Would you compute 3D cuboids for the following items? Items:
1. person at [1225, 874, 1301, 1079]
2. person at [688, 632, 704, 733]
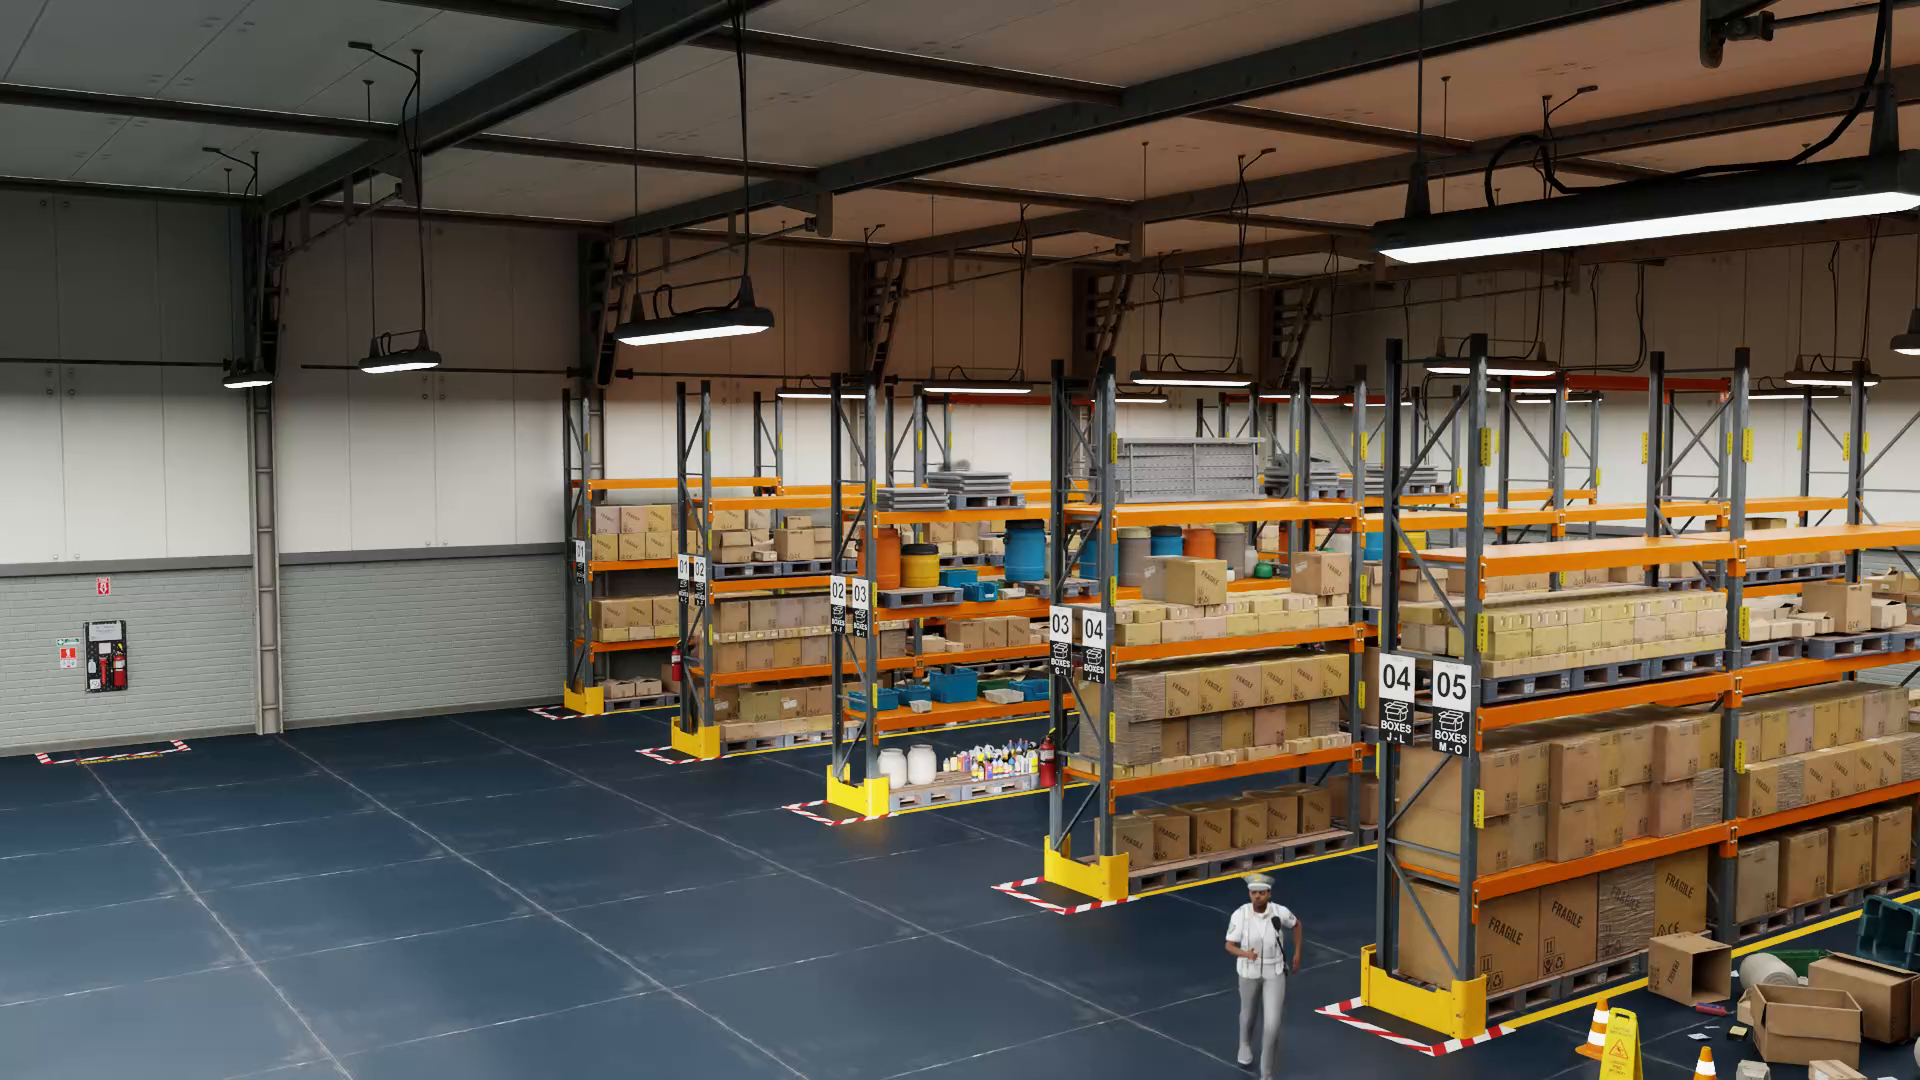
[{"bbox_3d":[2.406,3.475,13.208,0.588,1.746,0.888,1,4,12],"label":"person"},{"bbox_3d":[-4.447,2.467,28.538,0.923,1.784,0.713,-3,5,-36],"label":"person"}]
